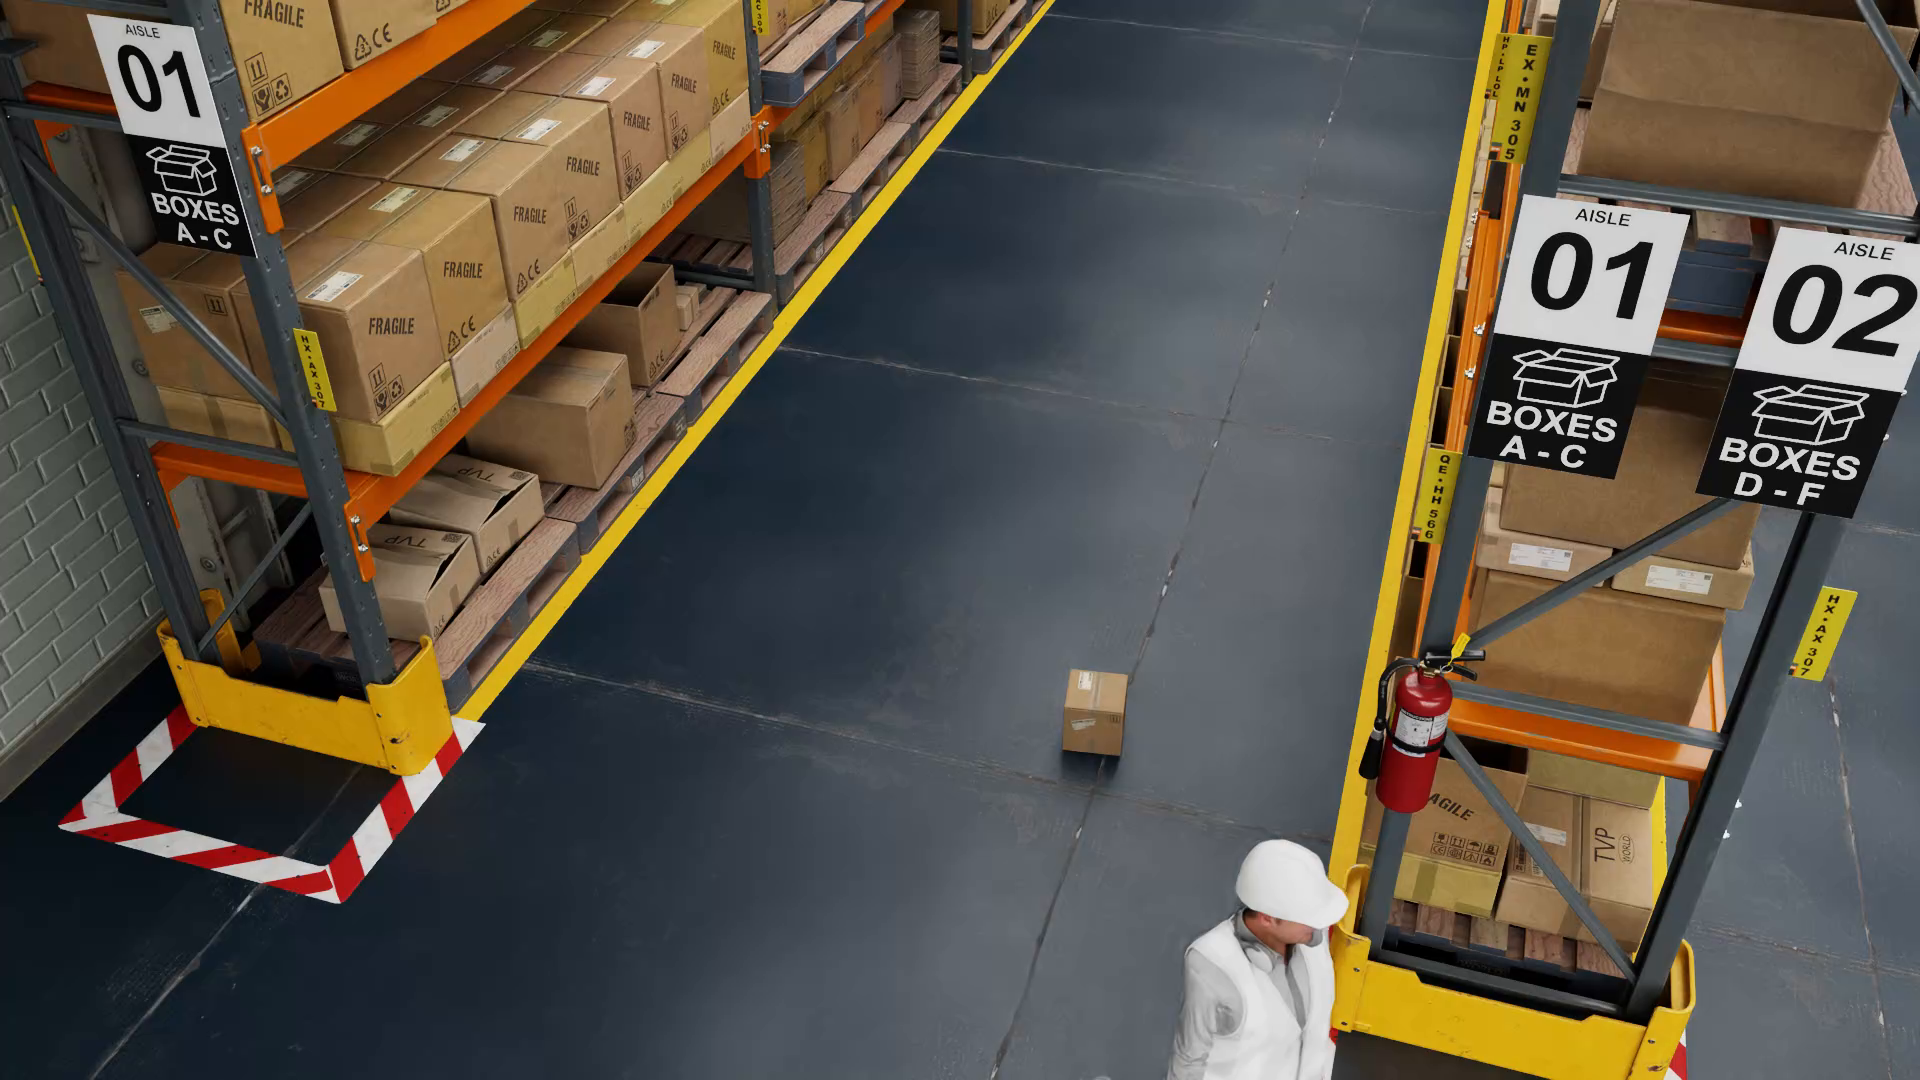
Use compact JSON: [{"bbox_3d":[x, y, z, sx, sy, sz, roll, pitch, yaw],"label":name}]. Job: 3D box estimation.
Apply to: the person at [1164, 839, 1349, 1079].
[{"bbox_3d":[0.799,1.541,4.788,0.590,1.754,0.580,-21,42,-26],"label":"person"}]
